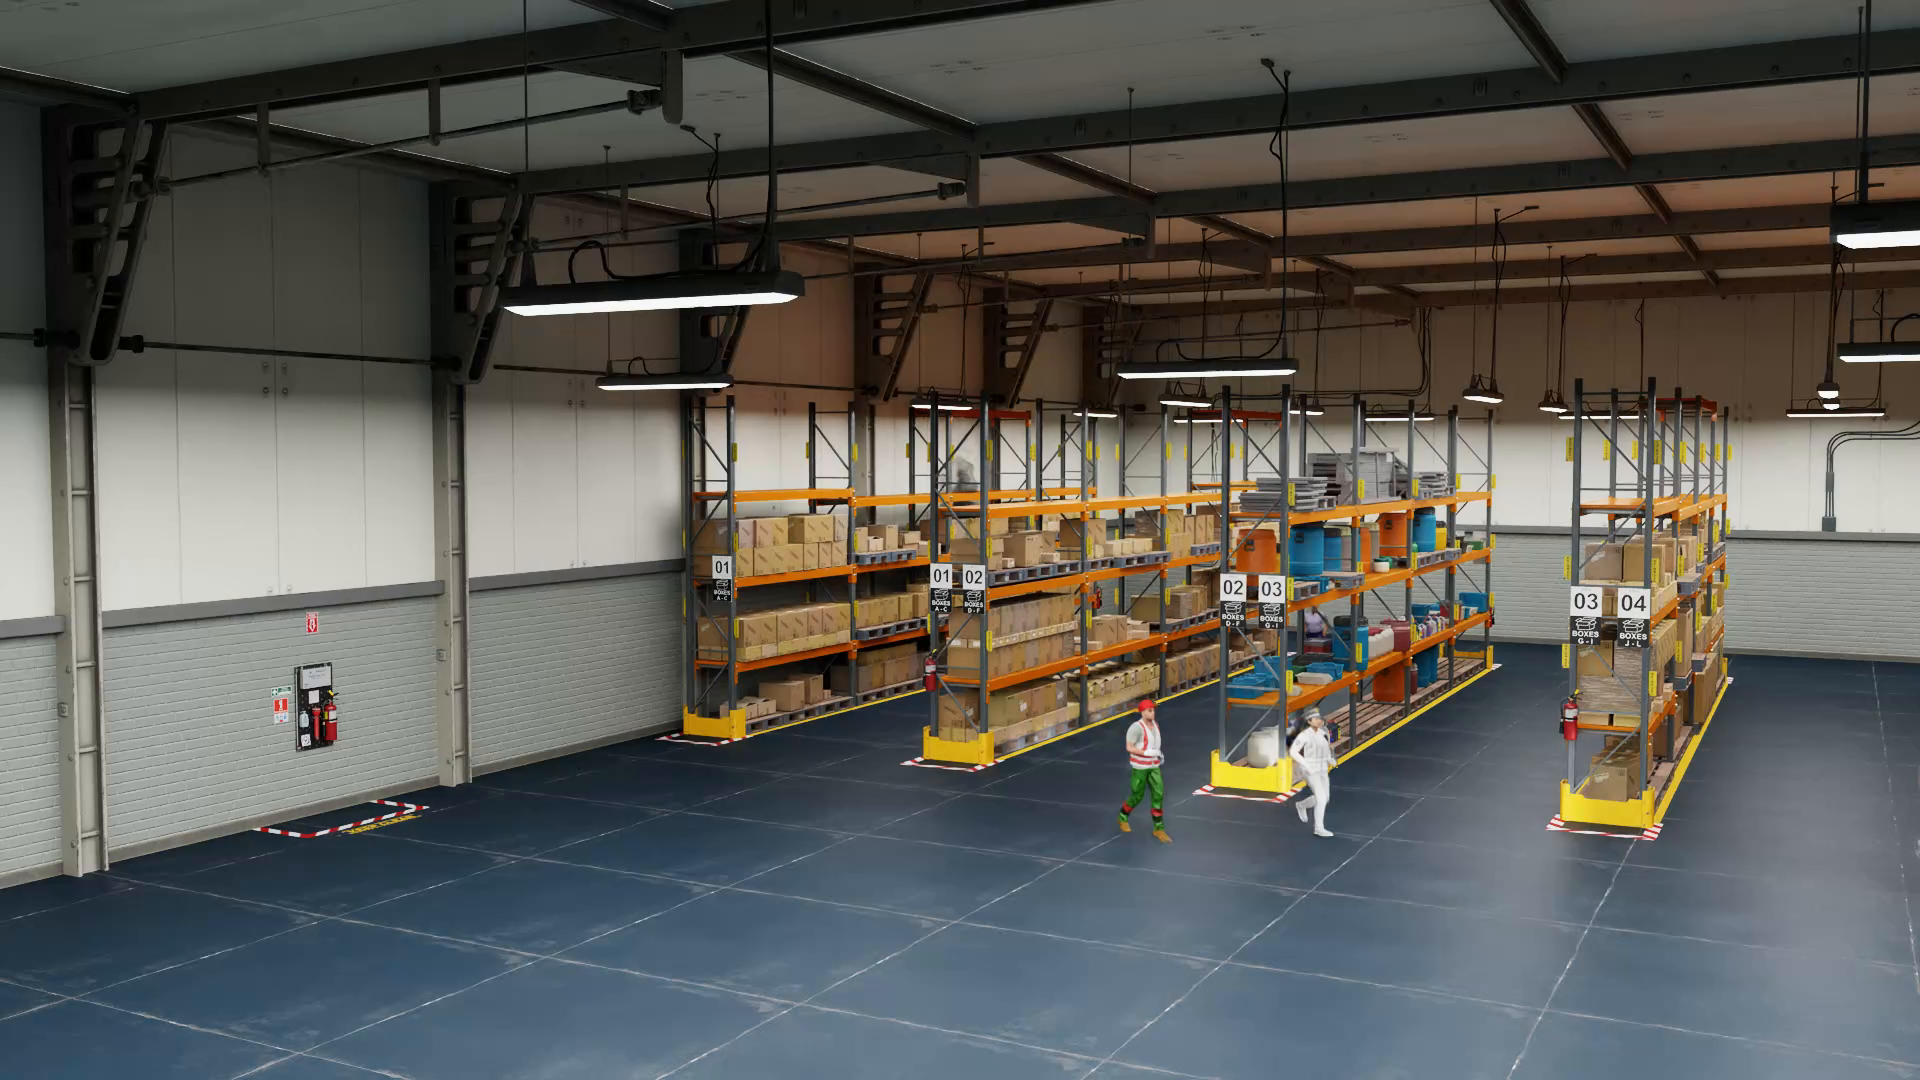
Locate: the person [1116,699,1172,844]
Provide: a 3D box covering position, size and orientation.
[{"bbox_3d":[2.390,2.967,21.546,0.684,1.829,0.854,-2,4,-38],"label":"person"}]

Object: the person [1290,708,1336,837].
[{"bbox_3d":[4.622,3.022,21.822,0.621,1.654,0.718,-2,4,-34],"label":"person"}]

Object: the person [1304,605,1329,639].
[{"bbox_3d":[8.101,2.219,37.939,0.605,1.609,0.757,1,3,18],"label":"person"}]
